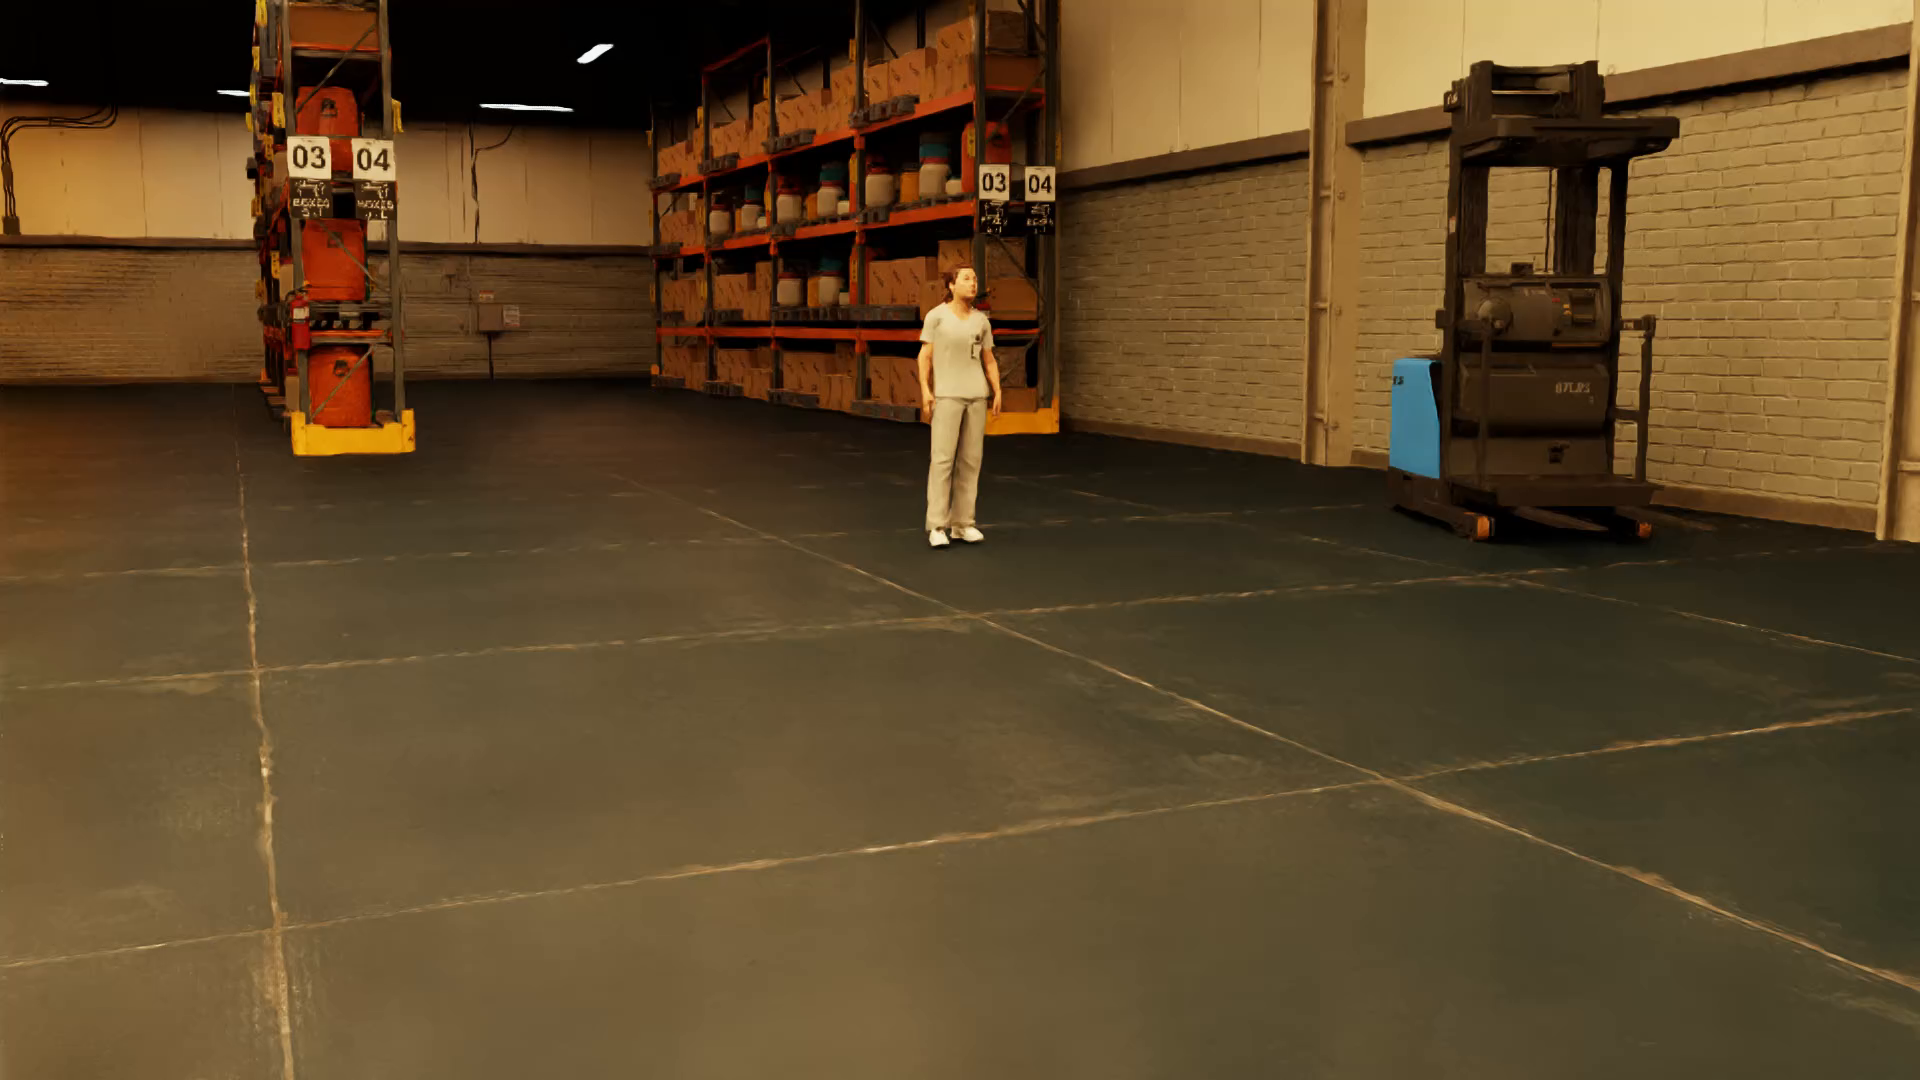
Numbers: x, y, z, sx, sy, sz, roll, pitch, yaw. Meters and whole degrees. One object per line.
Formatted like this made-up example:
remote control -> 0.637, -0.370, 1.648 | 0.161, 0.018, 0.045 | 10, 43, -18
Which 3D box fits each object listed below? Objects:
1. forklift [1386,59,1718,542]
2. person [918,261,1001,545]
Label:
forklift -> 3.622, -1.483, 10.191 | 1.130, 2.935, 3.031 | 0, 8, -4
person -> 0.017, -0.824, 9.972 | 0.550, 1.664, 0.548 | -3, 8, -23
